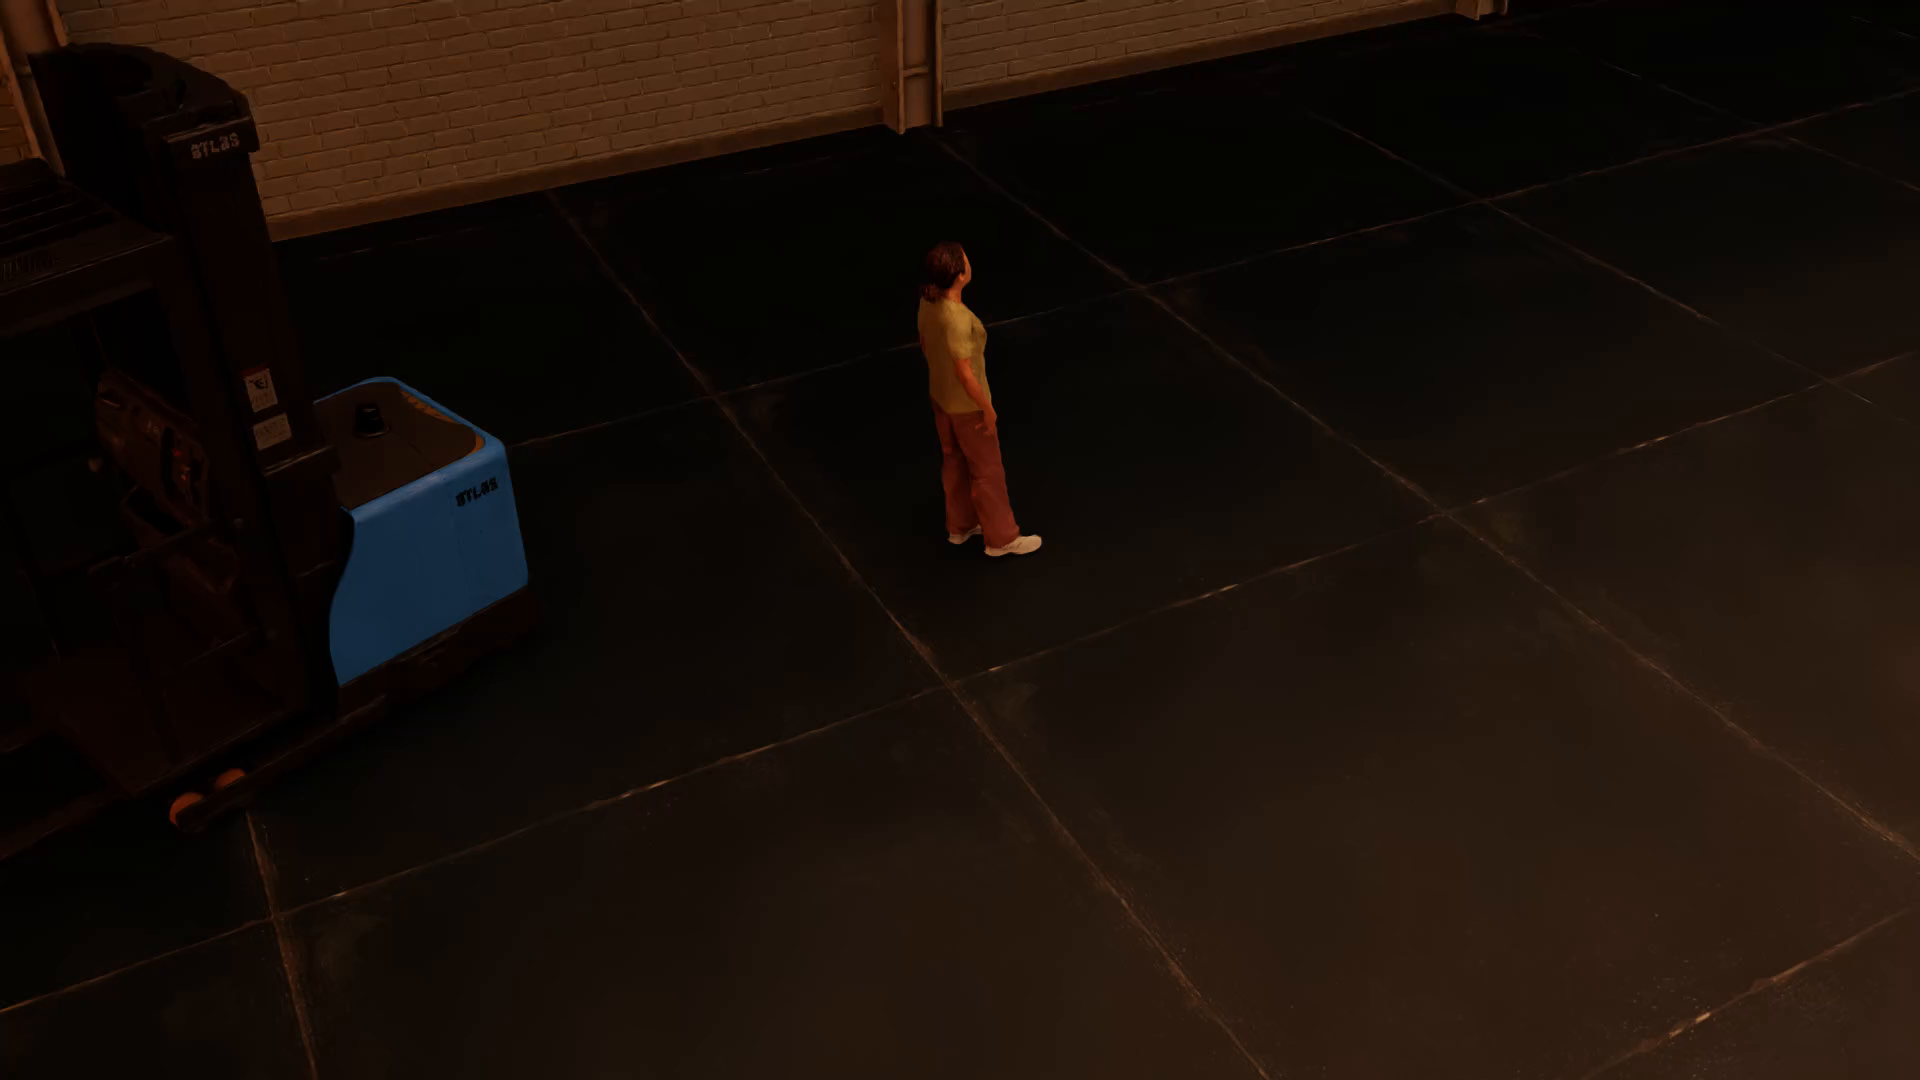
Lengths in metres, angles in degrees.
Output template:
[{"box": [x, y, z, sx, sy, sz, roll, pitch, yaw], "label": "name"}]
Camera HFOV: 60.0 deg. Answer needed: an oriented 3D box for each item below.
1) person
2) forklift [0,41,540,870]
[{"box": [0.070, -0.705, 8.195, 0.548, 1.674, 0.554, -17, 39, -23], "label": "person"}, {"box": [-3.380, -0.309, 6.561, 1.130, 2.935, 3.031, 27, 44, 33], "label": "forklift"}]
